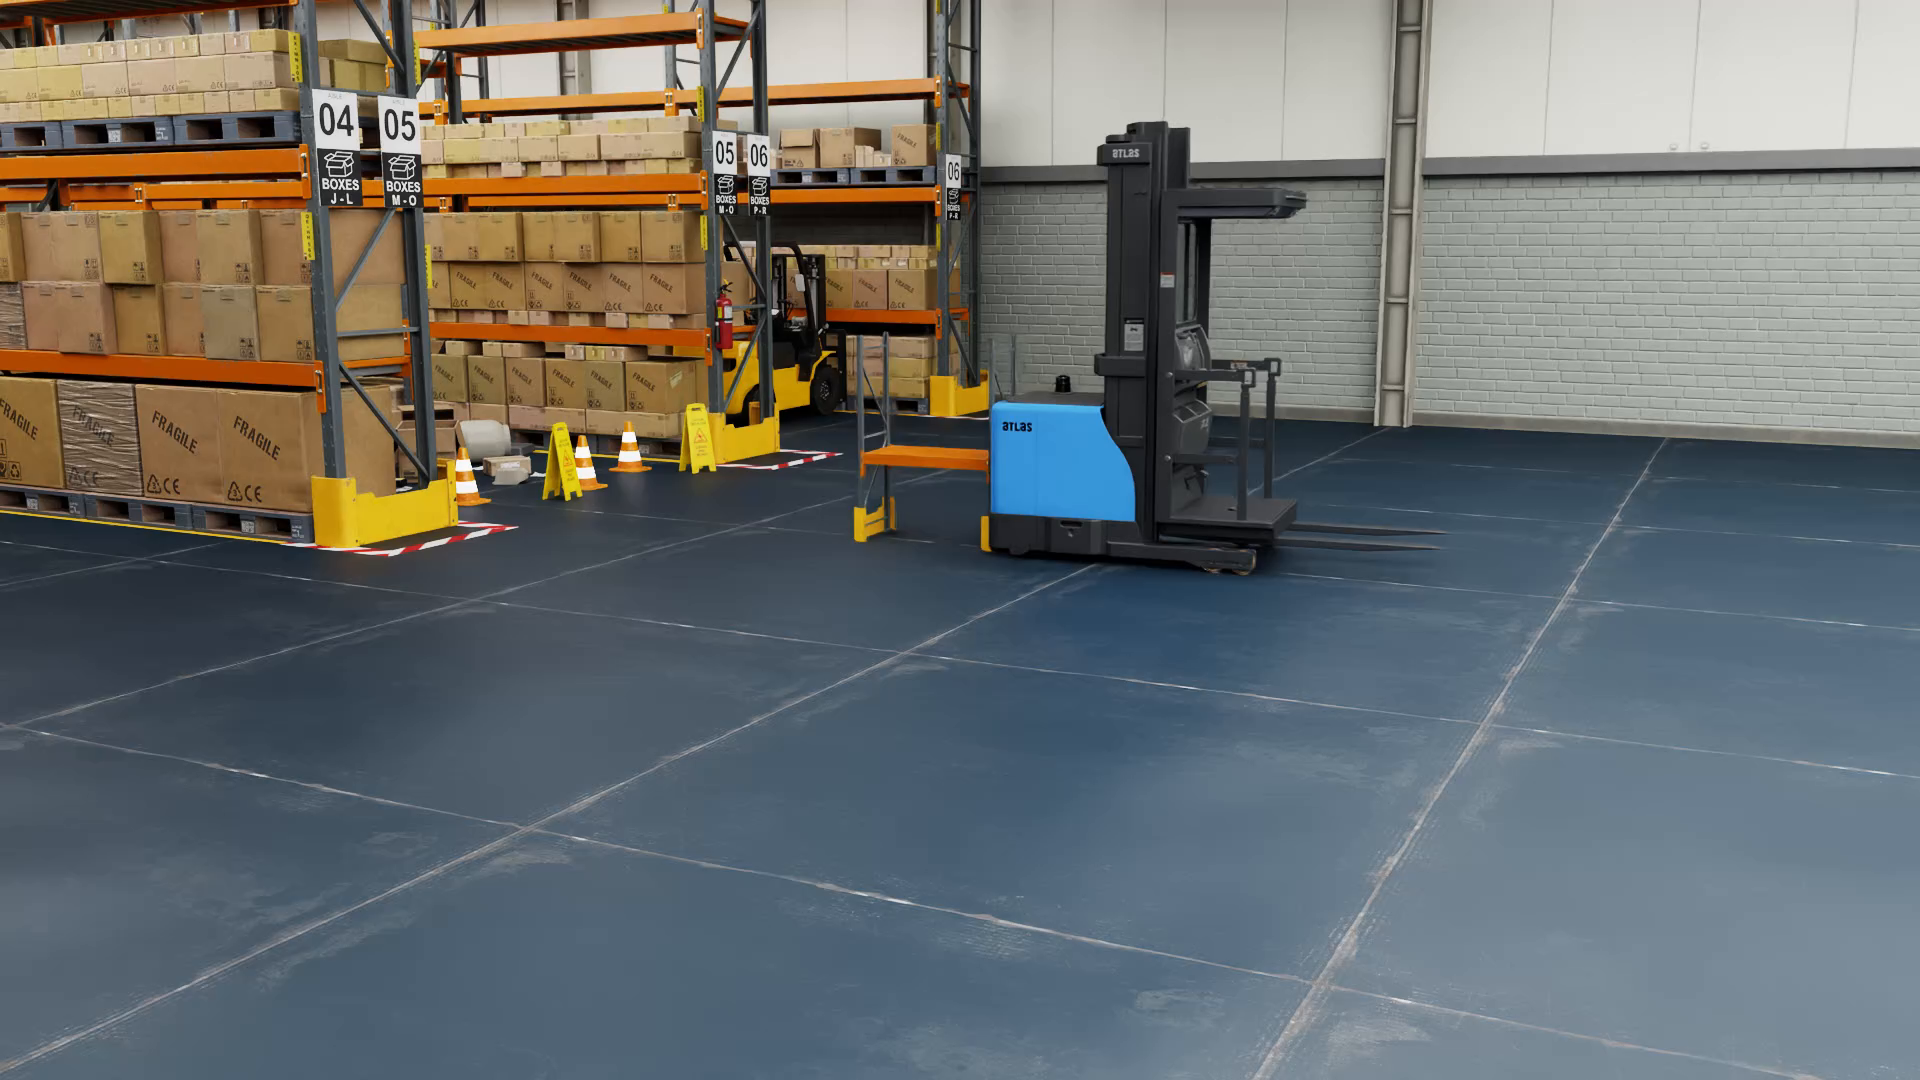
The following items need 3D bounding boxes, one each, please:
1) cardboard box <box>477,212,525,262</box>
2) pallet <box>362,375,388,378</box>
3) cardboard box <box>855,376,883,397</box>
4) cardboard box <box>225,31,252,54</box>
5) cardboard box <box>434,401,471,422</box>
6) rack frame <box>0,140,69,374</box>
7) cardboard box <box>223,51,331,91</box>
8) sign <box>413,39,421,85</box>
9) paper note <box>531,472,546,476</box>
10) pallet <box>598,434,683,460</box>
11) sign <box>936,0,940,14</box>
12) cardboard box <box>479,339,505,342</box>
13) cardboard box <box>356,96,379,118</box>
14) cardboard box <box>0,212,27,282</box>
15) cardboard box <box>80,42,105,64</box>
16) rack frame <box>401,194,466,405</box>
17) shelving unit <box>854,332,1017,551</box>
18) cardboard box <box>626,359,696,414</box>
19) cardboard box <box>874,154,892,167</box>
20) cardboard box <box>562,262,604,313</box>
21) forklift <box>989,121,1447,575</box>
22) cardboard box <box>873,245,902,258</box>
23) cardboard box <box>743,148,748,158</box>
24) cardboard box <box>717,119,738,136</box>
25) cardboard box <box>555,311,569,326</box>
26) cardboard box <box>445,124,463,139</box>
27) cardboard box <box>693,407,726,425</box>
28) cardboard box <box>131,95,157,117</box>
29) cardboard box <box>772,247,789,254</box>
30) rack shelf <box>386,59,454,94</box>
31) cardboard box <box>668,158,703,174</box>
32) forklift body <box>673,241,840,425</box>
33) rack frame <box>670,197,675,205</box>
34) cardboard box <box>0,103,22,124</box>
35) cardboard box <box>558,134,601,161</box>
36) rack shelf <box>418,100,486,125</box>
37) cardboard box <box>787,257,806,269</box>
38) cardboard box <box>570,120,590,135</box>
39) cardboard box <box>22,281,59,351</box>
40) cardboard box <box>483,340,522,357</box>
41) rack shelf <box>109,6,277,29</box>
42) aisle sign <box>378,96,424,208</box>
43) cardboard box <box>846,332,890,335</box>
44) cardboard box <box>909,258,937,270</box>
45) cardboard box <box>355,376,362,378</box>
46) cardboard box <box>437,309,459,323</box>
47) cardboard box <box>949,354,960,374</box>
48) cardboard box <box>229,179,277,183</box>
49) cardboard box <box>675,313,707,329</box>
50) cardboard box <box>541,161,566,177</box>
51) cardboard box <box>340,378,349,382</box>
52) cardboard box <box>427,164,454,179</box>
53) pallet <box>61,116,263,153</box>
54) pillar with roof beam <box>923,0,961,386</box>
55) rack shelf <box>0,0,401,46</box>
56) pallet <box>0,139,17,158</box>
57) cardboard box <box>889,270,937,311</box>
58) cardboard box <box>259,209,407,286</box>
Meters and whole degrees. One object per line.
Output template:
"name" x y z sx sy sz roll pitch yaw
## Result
"cardboard box" -4.603 -3.166 17.378 0.500 0.500 0.700 5 11 25
"pallet" -8.926 -2.533 25.632 1.213 0.211 1.003 5 11 26
"cardboard box" -1.011 -1.994 21.368 0.500 0.250 0.500 5 11 26
"cardboard box" -4.977 -3.515 11.811 0.250 0.149 0.380 5 11 26
"cardboard box" -5.379 -1.399 18.082 0.500 0.250 0.500 4 11 23
"rack frame" -7.888 -1.837 13.957 0.127 3.000 1.000 5 11 26
"cardboard box" -4.864 -3.320 11.856 0.500 0.250 0.500 5 11 27
"sign" -4.050 -3.555 12.351 0.005 0.325 0.100 5 11 26
"paper note" -3.930 -0.616 15.547 0.142 0.019 0.148 1 10 6
"pallet" -2.982 -1.024 17.294 1.213 0.211 1.003 5 11 26
"sign" -0.261 -6.478 19.912 0.005 0.325 0.100 5 11 26
"cardboard box" -6.629 -2.730 24.383 0.625 0.625 0.875 5 12 28
"cardboard box" -4.467 -3.208 12.357 0.250 0.149 0.380 5 11 26
"cardboard box" -7.573 -2.408 13.657 0.550 0.550 0.875 5 11 26
"cardboard box" -6.348 -3.635 12.474 0.250 0.149 0.380 5 11 26
"rack frame" -5.789 -2.635 18.369 0.127 3.000 1.000 5 11 26
"shelving unit" -0.172 -0.740 12.106 1.083 1.500 0.587 4 11 21
"cardboard box" -3.035 -1.564 16.887 0.500 0.500 0.500 5 11 26
"cardboard box" -0.886 -4.738 20.811 0.250 0.149 0.380 5 11 24
"cardboard box" -3.704 -2.595 17.028 0.500 0.500 0.500 5 11 26
"forklift" 1.773 -1.318 11.282 3.031 2.935 1.130 4 11 20
"cardboard box" -0.905 -3.653 21.056 0.250 0.149 0.380 5 12 27
"cardboard box" -2.957 -5.012 21.868 0.500 0.311 0.500 5 12 27
"cardboard box" -2.430 -4.126 16.647 0.250 0.149 0.380 5 11 25
"cardboard box" -3.994 -2.316 17.307 0.250 0.149 0.380 5 11 26
"cardboard box" -5.172 -4.265 17.418 0.250 0.149 0.380 5 11 24
"cardboard box" -2.802 -1.282 17.430 0.500 0.250 0.500 5 11 25
"cardboard box" -5.888 -3.202 12.324 0.250 0.149 0.380 5 11 26
"cardboard box" -2.251 -3.782 21.766 0.250 0.149 0.380 5 11 26
"rack shelf" -7.582 -5.194 18.805 4.000 0.370 1.077 5 11 26
"cardboard box" -2.645 -3.656 16.291 0.250 0.149 0.380 5 11 26
"forklift body" -2.516 -2.554 20.301 1.214 2.155 2.313 5 11 26
"rack frame" -3.596 -3.428 22.751 0.127 3.000 1.000 5 11 26
"cardboard box" -7.256 -3.322 12.987 0.250 0.149 0.380 5 11 26
"cardboard box" -3.697 -3.946 16.774 0.500 0.250 0.500 5 12 27
"rack shelf" -8.976 -6.303 24.929 4.000 0.370 1.077 5 11 26
"cardboard box" -2.048 -3.605 21.623 0.250 0.149 0.380 5 11 25
"cardboard box" -3.731 -4.162 16.846 0.250 0.149 0.380 5 11 24
"cardboard box" -7.049 -1.844 13.574 0.550 0.550 0.875 5 11 26
"cardboard box" -4.832 -2.028 17.628 0.250 0.149 0.380 6 12 28
"rack shelf" -12.563 -8.450 26.339 4.000 0.370 1.077 5 11 26
"aisle sign" -4.105 -2.843 12.218 0.004 0.787 0.394 5 11 26
"cardboard box" -1.249 -2.607 21.946 0.500 0.250 0.500 5 11 25
"cardboard box" -0.443 -3.464 20.847 0.250 0.149 0.380 5 11 27
"cardboard box" -7.531 -1.701 19.403 0.625 0.372 0.950 5 12 28
"cardboard box" -5.399 -2.424 17.907 0.250 0.149 0.380 5 12 27
"cardboard box" -0.338 -2.283 21.560 0.500 0.250 0.500 5 12 27
"cardboard box" -7.995 -4.362 19.196 0.637 0.503 0.797 5 11 26
"cardboard box" -2.631 -2.192 16.624 0.250 0.149 0.380 5 12 28
"cardboard box" -4.042 -3.770 16.921 0.250 0.149 0.380 5 11 25
"cardboard box" -6.549 -1.491 16.941 0.500 0.500 0.500 5 11 26
"cardboard box" -5.409 -3.894 17.607 0.250 0.149 0.380 5 11 26
"pallet" -6.069 -3.107 12.800 1.213 0.211 1.003 5 11 26
"pillar with roof beam" -2.139 -5.577 17.775 0.400 9.000 9.100 5 11 26
"rack shelf" -6.095 -4.081 12.652 4.000 0.370 1.077 5 11 26
"pallet" -8.732 -3.283 14.063 1.217 0.209 0.805 5 11 24
"cardboard box" -0.566 -3.159 20.983 0.500 0.500 0.500 5 11 25
"cardboard box" -4.617 -2.162 12.302 0.550 0.550 0.875 5 11 26
